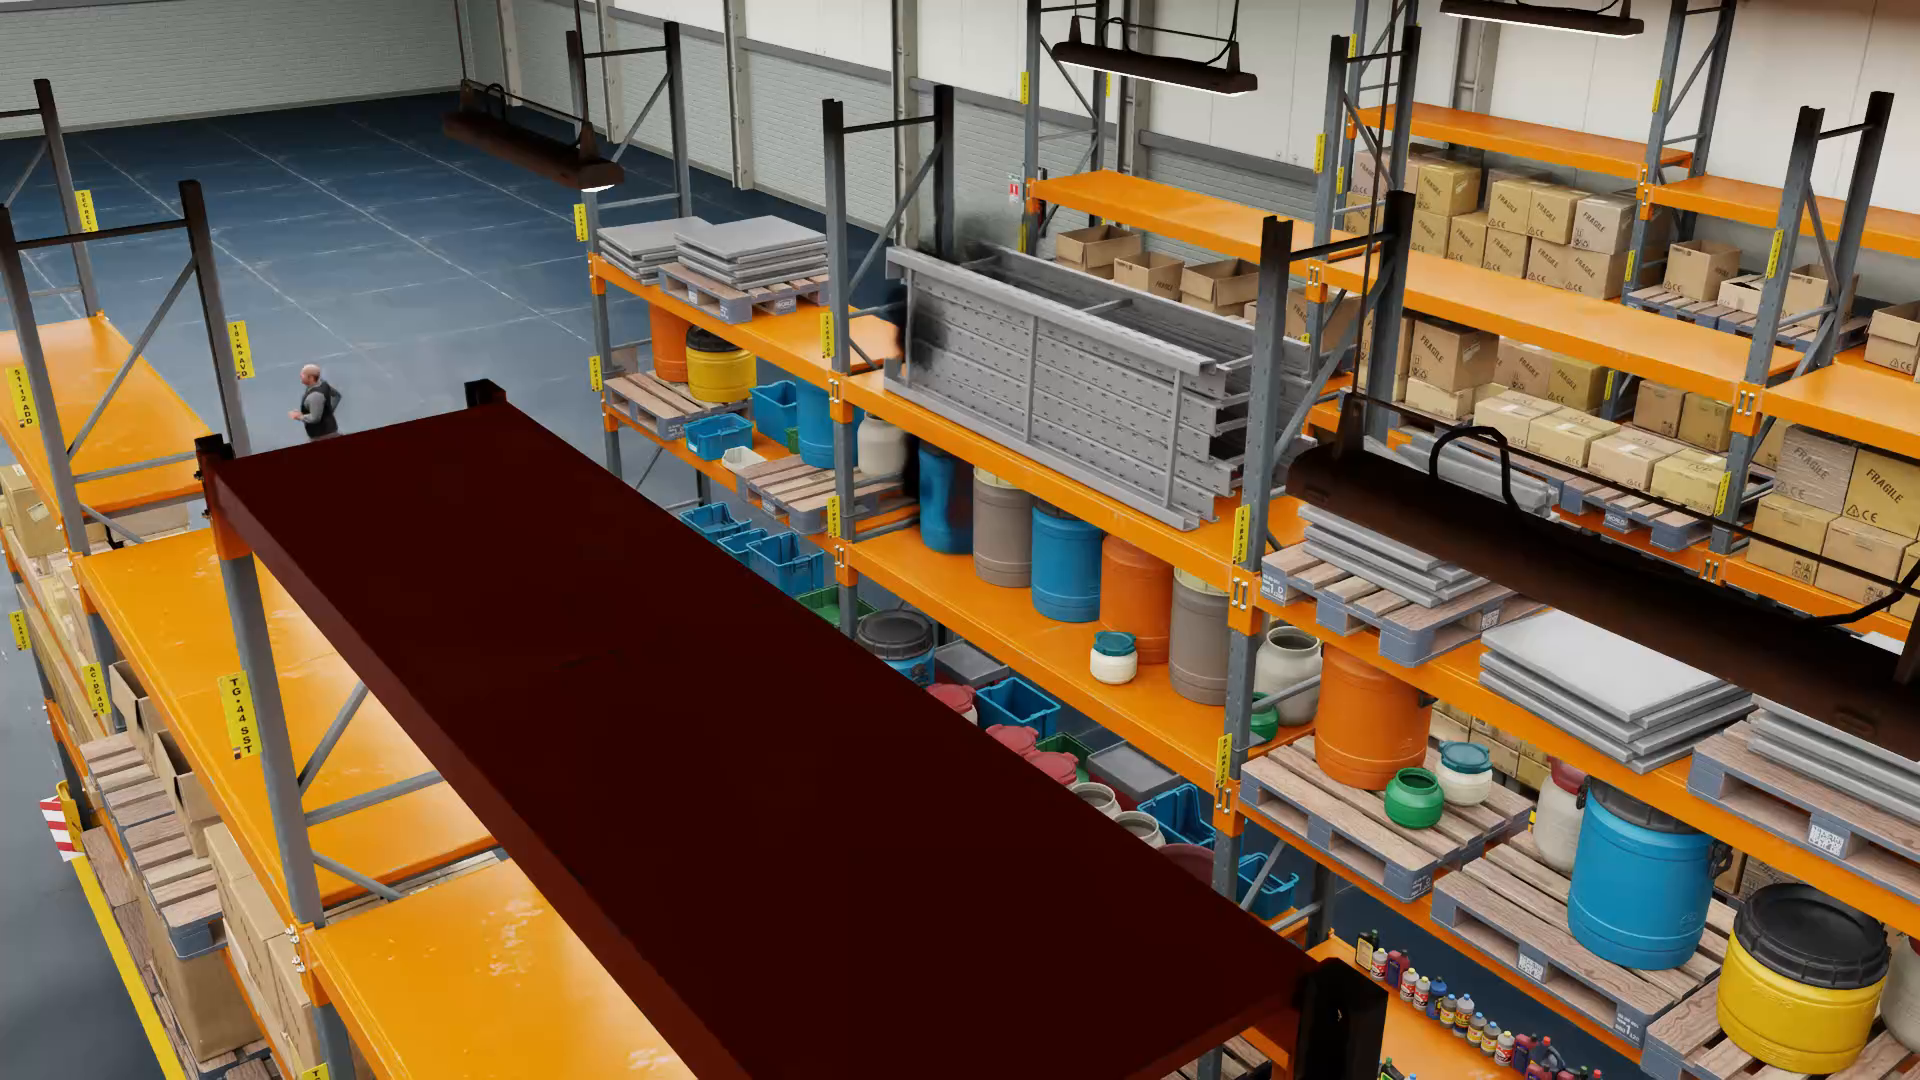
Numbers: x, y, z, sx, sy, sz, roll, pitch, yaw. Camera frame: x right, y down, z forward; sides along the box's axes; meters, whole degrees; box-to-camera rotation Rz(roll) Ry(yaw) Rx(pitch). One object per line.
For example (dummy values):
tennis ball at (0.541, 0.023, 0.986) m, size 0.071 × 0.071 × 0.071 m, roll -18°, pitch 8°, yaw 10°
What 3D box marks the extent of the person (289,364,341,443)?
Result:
person at (-7.492, -1.237, 19.558) m, size 0.879 × 1.731 × 0.657 m, roll -7°, pitch 26°, yaw -16°
